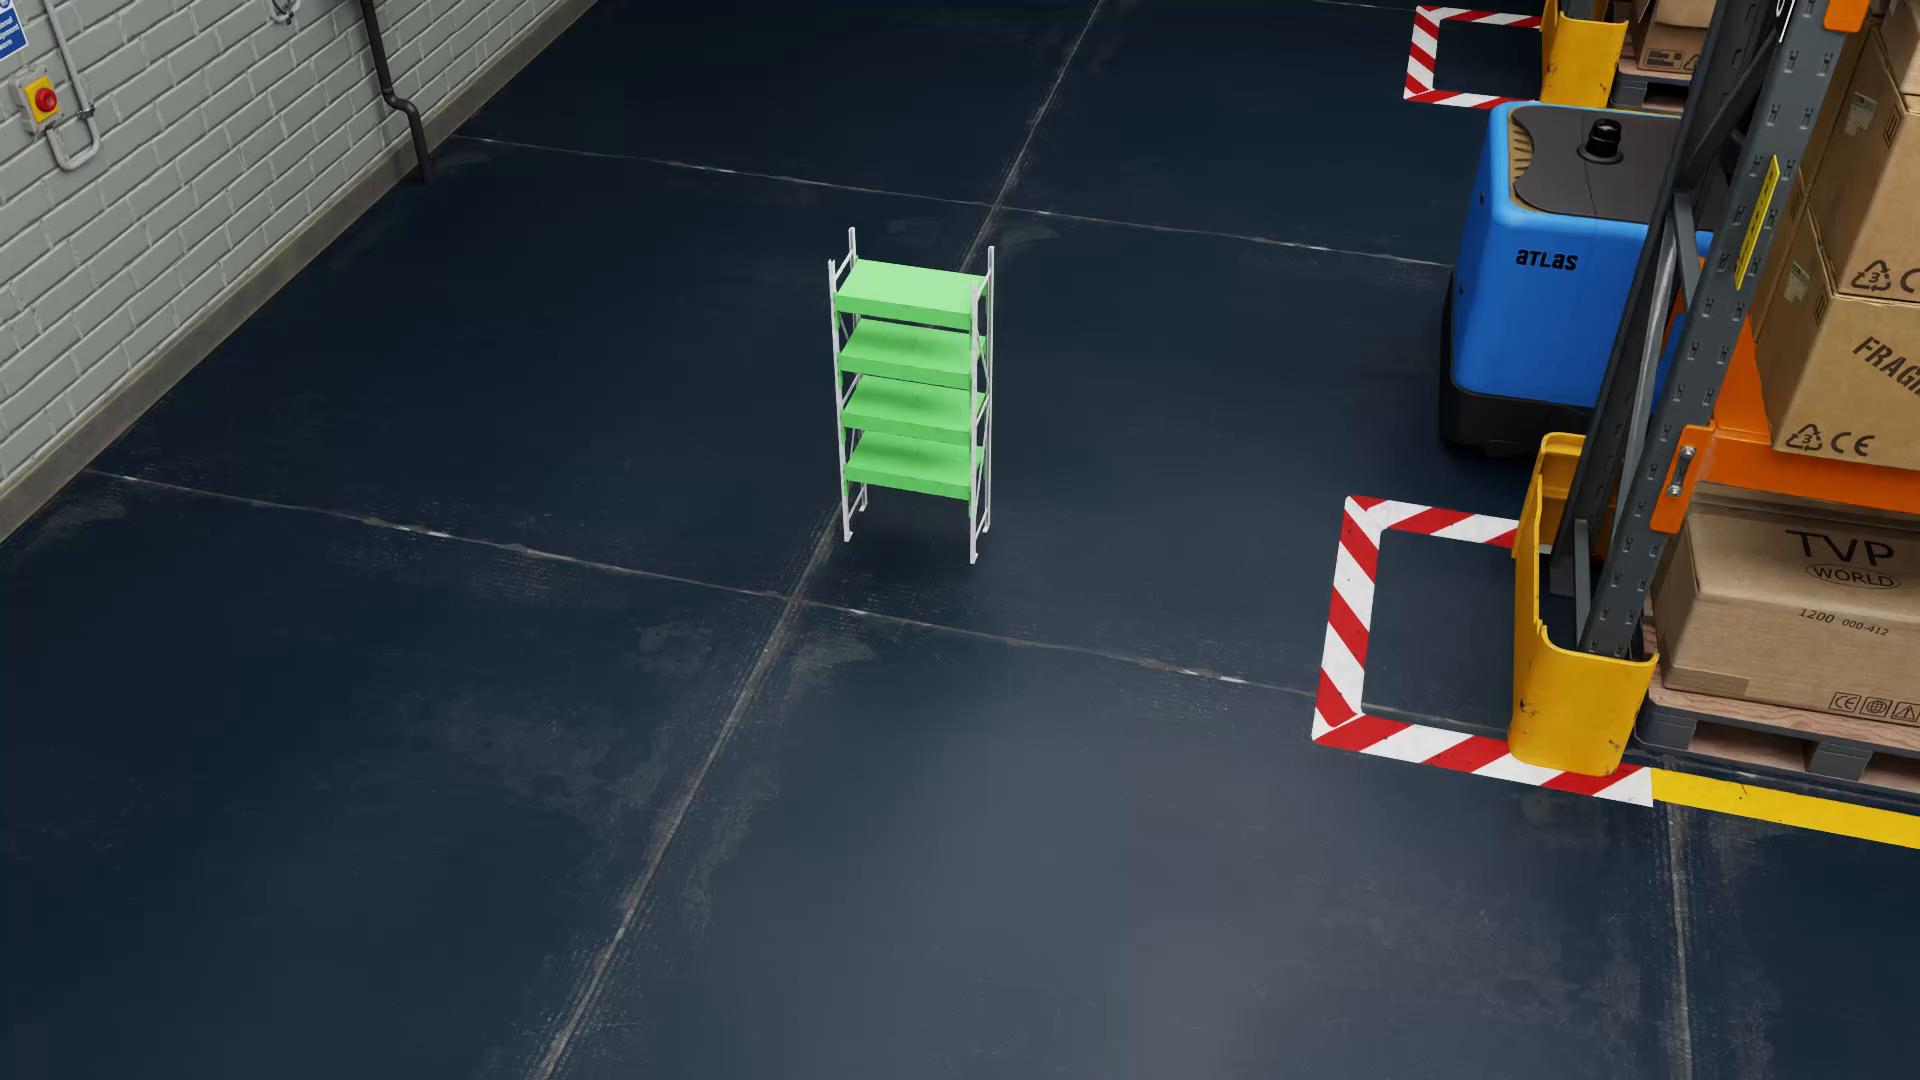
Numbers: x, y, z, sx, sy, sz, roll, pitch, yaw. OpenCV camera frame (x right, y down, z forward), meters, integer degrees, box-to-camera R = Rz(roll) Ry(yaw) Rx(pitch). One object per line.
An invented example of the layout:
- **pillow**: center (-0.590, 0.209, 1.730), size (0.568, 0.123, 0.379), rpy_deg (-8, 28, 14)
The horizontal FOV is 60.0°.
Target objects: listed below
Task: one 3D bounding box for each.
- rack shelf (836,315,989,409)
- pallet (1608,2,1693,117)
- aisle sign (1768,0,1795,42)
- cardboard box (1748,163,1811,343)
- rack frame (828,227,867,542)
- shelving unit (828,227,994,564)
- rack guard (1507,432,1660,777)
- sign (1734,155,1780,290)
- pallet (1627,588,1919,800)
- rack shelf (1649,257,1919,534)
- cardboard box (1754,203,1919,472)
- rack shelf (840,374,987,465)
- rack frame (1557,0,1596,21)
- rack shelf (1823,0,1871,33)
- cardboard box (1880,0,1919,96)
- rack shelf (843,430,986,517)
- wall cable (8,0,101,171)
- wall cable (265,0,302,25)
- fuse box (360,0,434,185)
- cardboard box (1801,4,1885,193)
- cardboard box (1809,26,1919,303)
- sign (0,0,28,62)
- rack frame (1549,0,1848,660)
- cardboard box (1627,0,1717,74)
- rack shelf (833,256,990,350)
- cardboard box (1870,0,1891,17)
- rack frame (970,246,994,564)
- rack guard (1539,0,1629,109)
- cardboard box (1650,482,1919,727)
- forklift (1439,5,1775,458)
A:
- **rack shelf**: center (-0.160, -0.622, 5.784), size (0.480, 0.148, 0.258), rpy_deg (10, 41, 11)
- **pallet**: center (4.242, -2.636, 9.225), size (1.213, 0.211, 1.003), rpy_deg (10, 41, 11)
- **aisle sign**: center (1.974, -1.592, 3.792), size (0.004, 0.787, 0.394), rpy_deg (10, 41, 11)
- **cardboard box**: center (2.653, -0.887, 4.896), size (0.500, 0.500, 0.500), rpy_deg (10, 41, 12)
- **rack frame**: center (-0.396, -0.528, 5.945), size (0.015, 1.200, 0.240), rpy_deg (10, 41, 11)
- **shelving unit**: center (-0.160, -0.487, 5.897), size (0.503, 1.200, 0.258), rpy_deg (10, 41, 11)
- **rack guard**: center (2.095, 0.189, 5.637), size (0.348, 0.500, 1.175), rpy_deg (10, 41, 11)
- **sign**: center (1.969, -0.783, 4.115), size (0.005, 0.325, 0.100), rpy_deg (10, 41, 11)
- **pallet**: center (2.911, 0.388, 5.624), size (1.213, 0.211, 1.003), rpy_deg (10, 41, 11)
- **rack shelf**: center (4.051, -0.157, 4.663), size (4.000, 0.370, 1.077), rpy_deg (10, 41, 11)
- **cardboard box**: center (2.508, -0.545, 4.488), size (0.500, 0.500, 0.500), rpy_deg (9, 41, 11)
- **rack shelf**: center (-0.160, -0.438, 5.938), size (0.480, 0.148, 0.258), rpy_deg (10, 41, 11)
- **rack frame**: center (3.398, -3.849, 8.500), size (0.127, 3.000, 1.000), rpy_deg (10, 41, 11)
- **rack shelf**: center (4.051, -1.305, 3.699), size (4.000, 0.370, 1.077), rpy_deg (10, 41, 11)
- **cardboard box**: center (2.390, -1.203, 3.990), size (0.250, 0.149, 0.380), rpy_deg (11, 41, 12)
- **rack shelf**: center (-0.160, -0.254, 6.092), size (0.480, 0.148, 0.258), rpy_deg (10, 41, 11)
- **wall cable**: center (-3.335, -2.088, 5.590), size (0.123, 1.953, 0.585), rpy_deg (10, 41, 11)
- **wall cable**: center (-2.979, -2.959, 6.651), size (0.122, 1.984, 0.588), rpy_deg (10, 41, 11)
- **fuse box**: center (-2.651, -2.475, 7.866), size (0.414, 1.711, 0.539), rpy_deg (10, 41, 11)
- **cardboard box**: center (2.646, -1.253, 4.555), size (0.500, 0.500, 0.500), rpy_deg (11, 41, 13)
- **cardboard box**: center (2.509, -0.929, 4.168), size (0.500, 0.500, 0.500), rpy_deg (9, 41, 10)
- **sign**: center (-3.406, -1.771, 5.816), size (0.001, 0.218, 0.327), rpy_deg (10, 41, 11)
- **rack frame**: center (2.119, -0.764, 4.828), size (0.127, 3.000, 1.000), rpy_deg (10, 41, 11)
- **cardboard box**: center (3.964, -2.893, 8.977), size (0.637, 0.503, 0.797), rpy_deg (8, 41, 10)
- **rack shelf**: center (-0.160, -0.806, 5.629), size (0.480, 0.148, 0.258), rpy_deg (10, 41, 11)
- **cardboard box**: center (2.517, -1.499, 4.343), size (0.250, 0.149, 0.380), rpy_deg (10, 41, 12)
- **rack frame**: center (0.076, -0.446, 5.849), size (0.015, 1.200, 0.240), rpy_deg (10, 41, 11)
- **rack guard**: center (3.471, -2.879, 9.289), size (0.348, 0.500, 1.175), rpy_deg (10, 41, 11)
- **cardboard box**: center (2.782, 0.103, 5.460), size (0.875, 0.438, 0.875), rpy_deg (8, 41, 10)
- **forklift**: center (3.496, -1.562, 5.831), size (3.031, 2.935, 1.130), rpy_deg (9, 41, 10)
